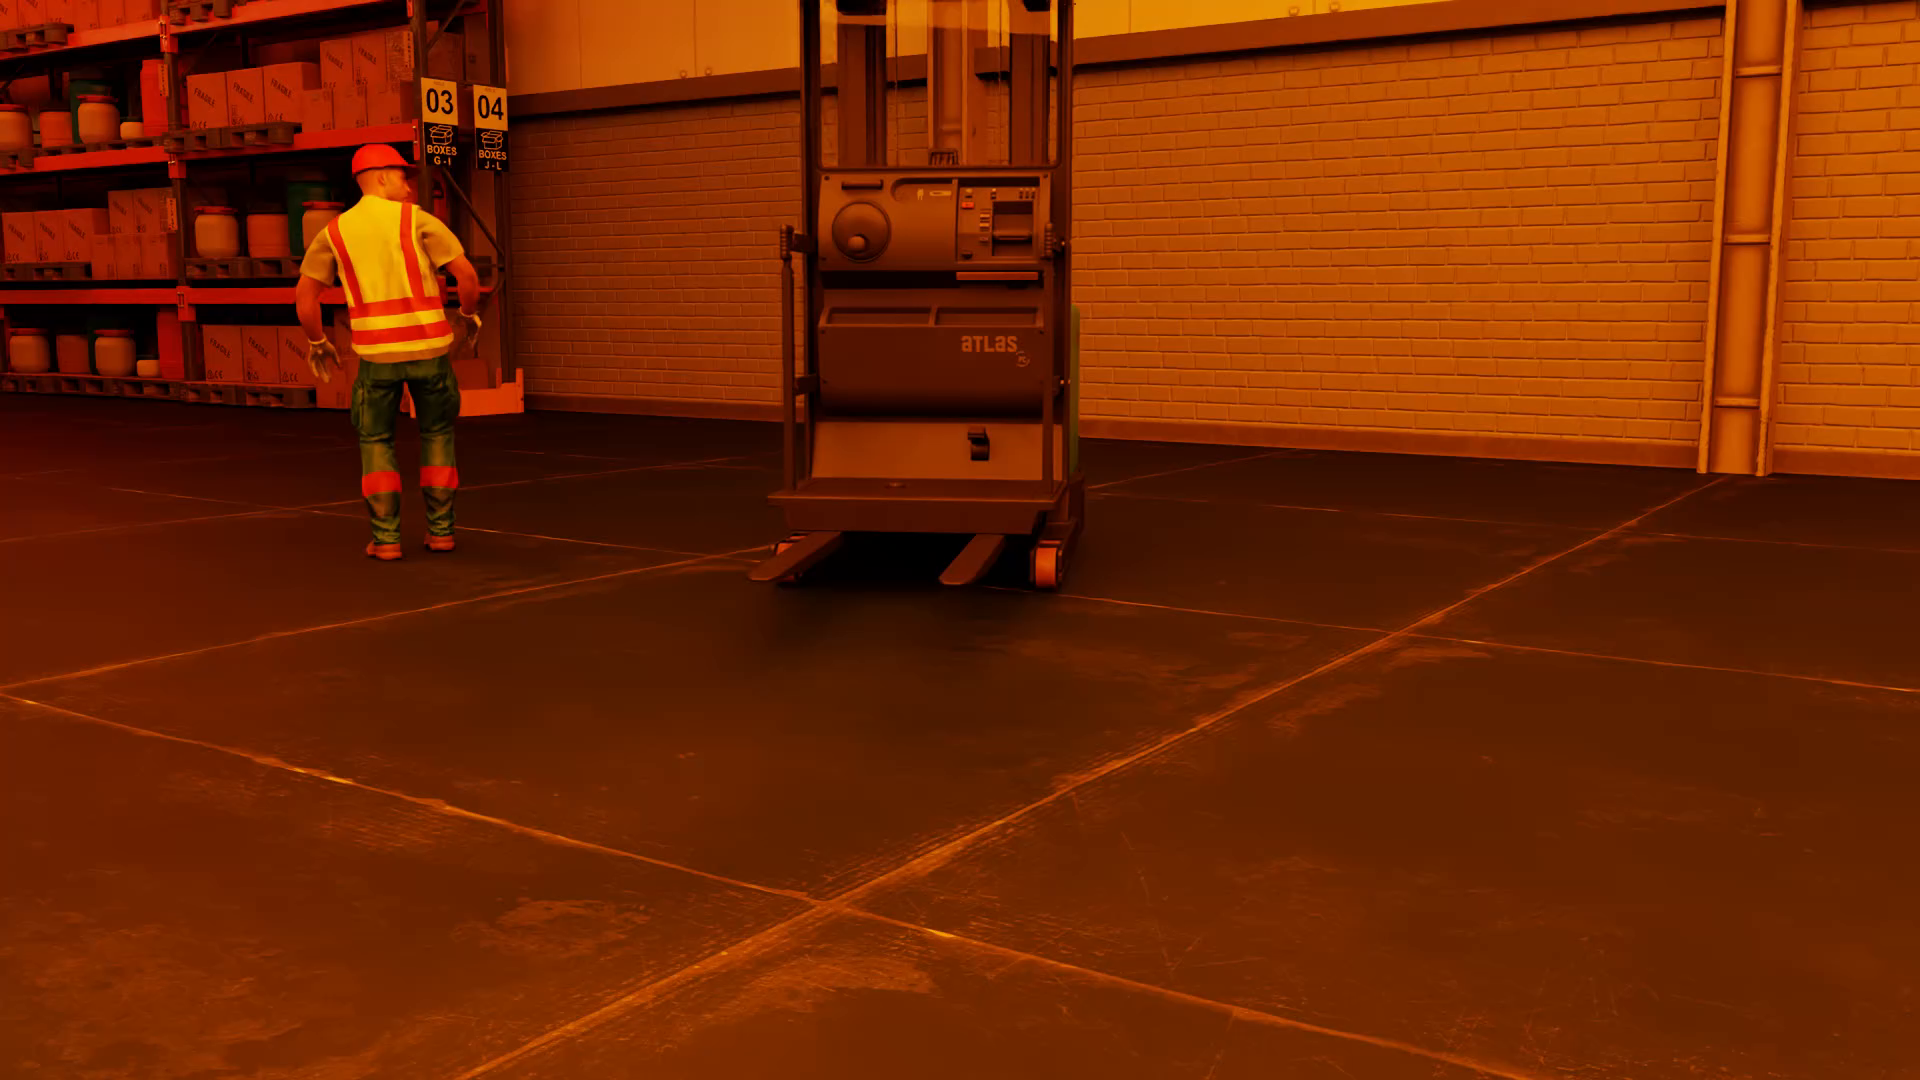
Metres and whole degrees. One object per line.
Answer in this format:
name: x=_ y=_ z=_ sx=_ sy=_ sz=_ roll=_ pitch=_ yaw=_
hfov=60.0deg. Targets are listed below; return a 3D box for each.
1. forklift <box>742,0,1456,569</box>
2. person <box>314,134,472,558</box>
forklift: x=0.574 y=-1.417 z=7.154 sx=3.031 sy=2.935 sz=1.130 roll=4 pitch=9 yaw=25
person: x=-2.412 y=-0.819 z=7.067 sx=0.608 sy=1.777 sz=0.454 roll=-2 pitch=8 yaw=-14
